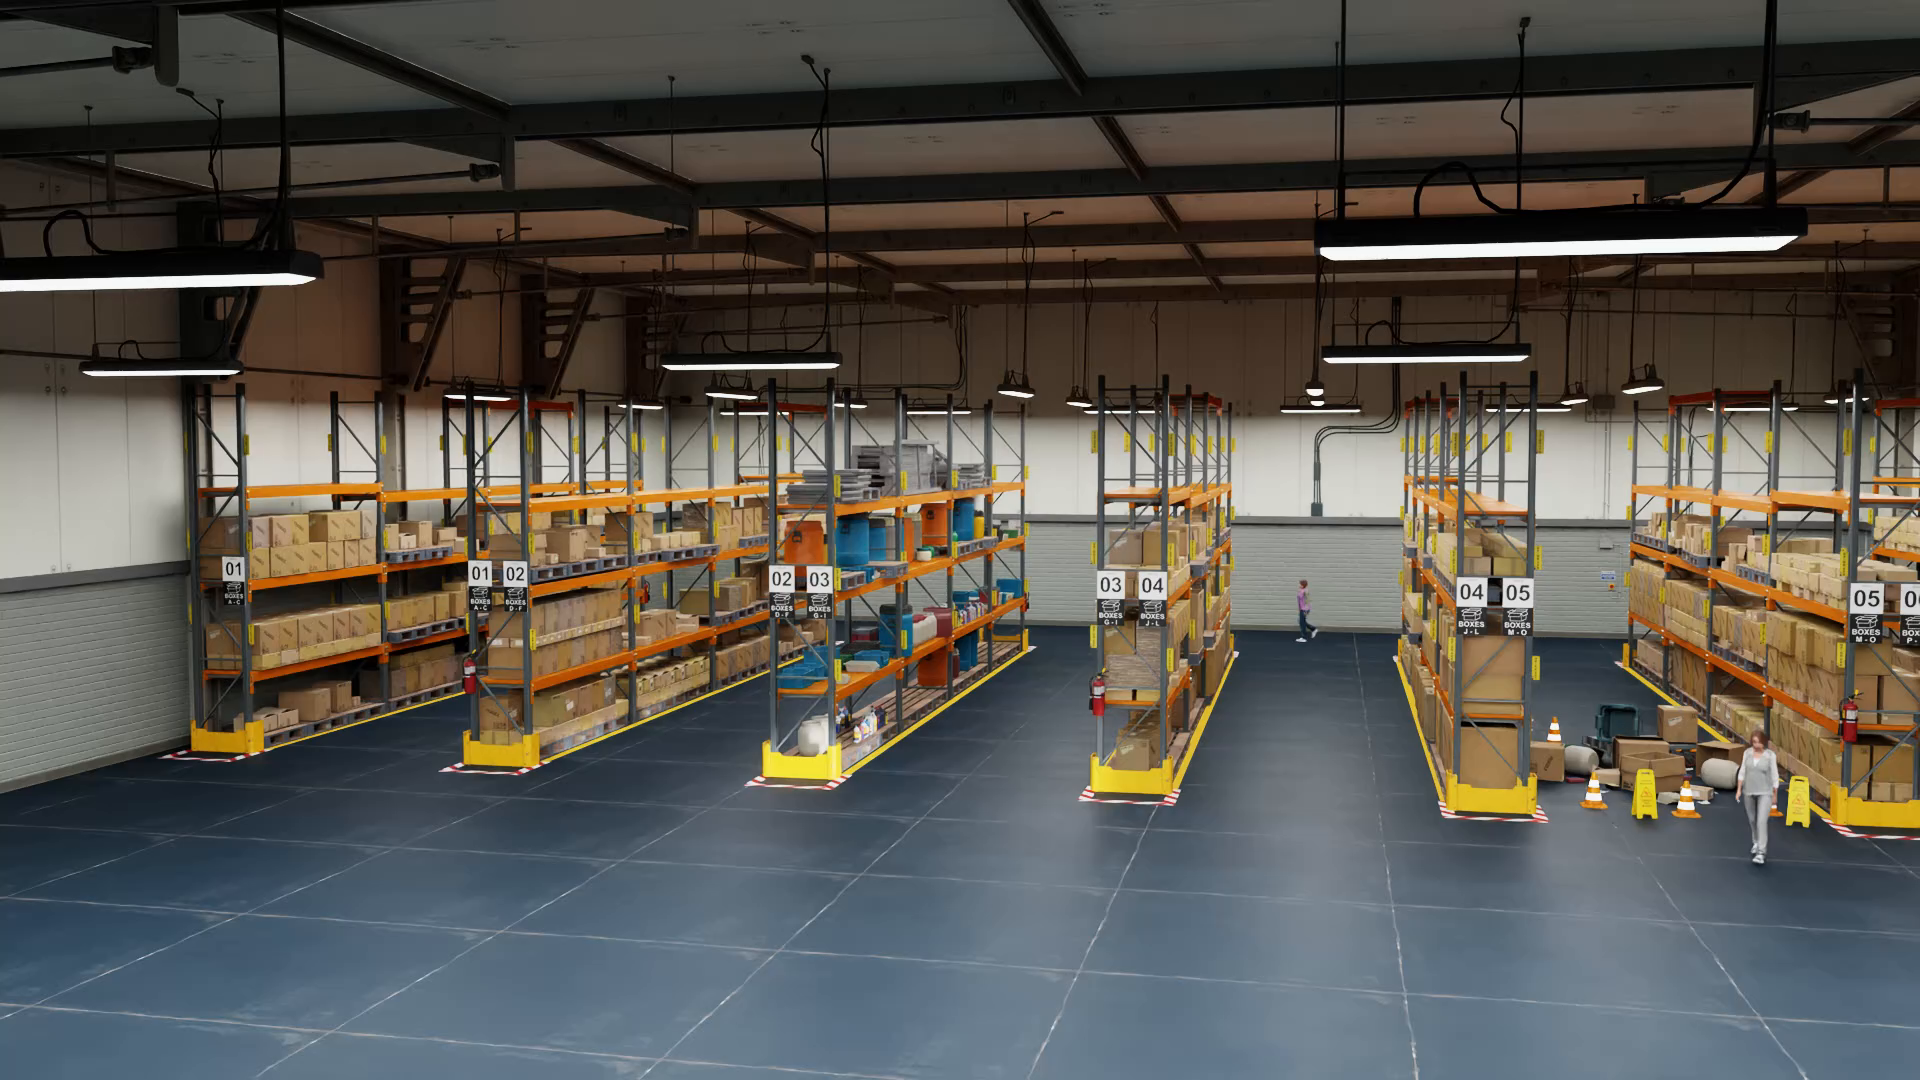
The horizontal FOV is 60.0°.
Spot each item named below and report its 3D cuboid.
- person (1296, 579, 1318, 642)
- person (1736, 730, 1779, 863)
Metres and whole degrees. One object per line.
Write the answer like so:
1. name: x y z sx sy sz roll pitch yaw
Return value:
1. person: 8.814 1.783 42.257 0.611 1.579 0.424 0 3 -7
2. person: 9.620 3.081 20.047 0.817 1.536 0.425 -3 4 -40
